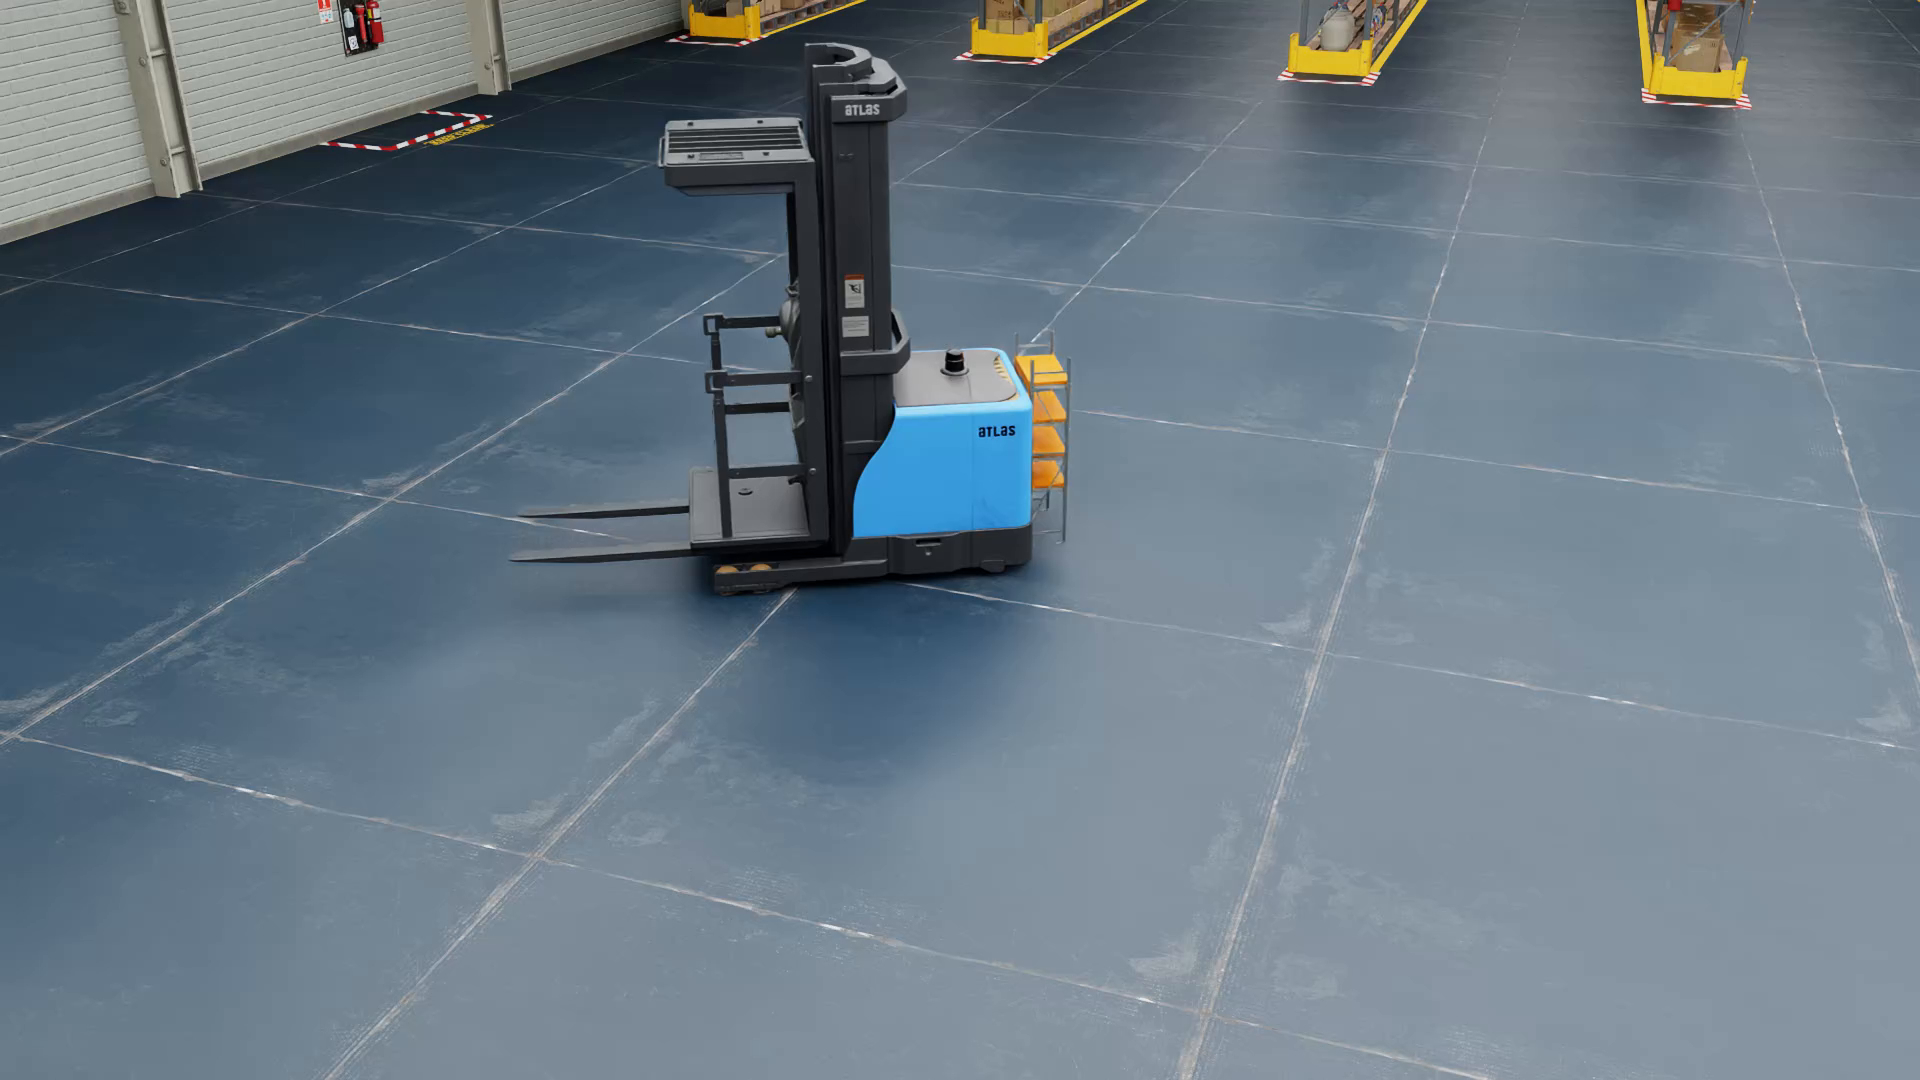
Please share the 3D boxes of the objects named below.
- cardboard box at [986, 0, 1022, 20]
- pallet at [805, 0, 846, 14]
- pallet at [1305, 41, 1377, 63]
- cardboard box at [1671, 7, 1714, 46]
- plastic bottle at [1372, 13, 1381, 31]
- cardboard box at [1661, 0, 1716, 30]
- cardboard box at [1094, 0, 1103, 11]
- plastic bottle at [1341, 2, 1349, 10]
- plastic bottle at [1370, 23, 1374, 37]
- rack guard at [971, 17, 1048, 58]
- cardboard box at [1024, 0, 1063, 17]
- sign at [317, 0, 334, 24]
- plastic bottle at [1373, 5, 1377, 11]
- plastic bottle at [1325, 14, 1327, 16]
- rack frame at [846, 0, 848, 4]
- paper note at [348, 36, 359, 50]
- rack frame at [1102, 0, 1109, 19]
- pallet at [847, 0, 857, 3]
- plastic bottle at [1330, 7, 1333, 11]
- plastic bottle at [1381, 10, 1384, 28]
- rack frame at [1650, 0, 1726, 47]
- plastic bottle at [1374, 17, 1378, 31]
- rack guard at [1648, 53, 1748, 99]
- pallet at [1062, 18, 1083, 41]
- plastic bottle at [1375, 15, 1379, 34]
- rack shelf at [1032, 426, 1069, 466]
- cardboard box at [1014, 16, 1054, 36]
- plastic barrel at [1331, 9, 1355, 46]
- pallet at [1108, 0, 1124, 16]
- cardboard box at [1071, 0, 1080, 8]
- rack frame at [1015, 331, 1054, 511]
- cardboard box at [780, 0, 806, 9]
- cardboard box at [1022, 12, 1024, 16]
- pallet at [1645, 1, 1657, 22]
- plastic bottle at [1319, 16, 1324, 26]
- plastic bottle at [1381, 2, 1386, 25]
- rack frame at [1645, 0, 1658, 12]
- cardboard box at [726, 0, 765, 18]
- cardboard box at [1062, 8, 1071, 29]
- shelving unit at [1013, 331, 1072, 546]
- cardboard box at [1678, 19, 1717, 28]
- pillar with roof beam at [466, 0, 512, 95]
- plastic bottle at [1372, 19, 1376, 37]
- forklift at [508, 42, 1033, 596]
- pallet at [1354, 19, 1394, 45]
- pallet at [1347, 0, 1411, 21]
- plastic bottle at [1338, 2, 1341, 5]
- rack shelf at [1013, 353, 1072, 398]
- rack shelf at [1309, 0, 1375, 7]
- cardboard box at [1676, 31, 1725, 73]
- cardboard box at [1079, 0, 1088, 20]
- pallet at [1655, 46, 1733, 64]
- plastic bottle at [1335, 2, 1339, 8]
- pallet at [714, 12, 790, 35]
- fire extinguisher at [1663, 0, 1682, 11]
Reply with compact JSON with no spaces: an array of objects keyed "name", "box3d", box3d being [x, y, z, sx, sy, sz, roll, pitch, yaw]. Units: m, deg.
[{"name":"cardboard box","box3d":[0.673,-8.474,26.122,0.500,0.500,0.500,9,27,17]},{"name":"pallet","box3d":[-2.756,-9.746,30.136,1.003,0.211,1.213,9,27,17]},{"name":"pallet","box3d":[5.702,-7.318,25.121,1.003,0.211,1.213,9,27,17]},{"name":"cardboard box","box3d":[11.093,-7.796,25.296,0.500,0.500,0.500,19,32,34]},{"name":"plastic bottle","box3d":[6.605,-8.233,26.433,0.152,0.276,0.135,9,27,18]},{"name":"cardboard box","box3d":[11.672,-8.449,26.622,0.700,0.500,0.500,7,27,13]},{"name":"cardboard box","box3d":[2.158,-9.294,28.677,0.500,0.250,0.500,9,27,17]},{"name":"plastic bottle","box3d":[6.252,-8.559,27.019,0.144,0.351,0.185,9,27,17]},{"name":"plastic bottle","box3d":[6.342,-7.871,25.691,0.097,0.271,0.097,0,26,0]},{"name":"rack guard","box3d":[0.768,-7.786,25.758,1.175,0.500,0.348,9,27,17]},{"name":"cardboard box","box3d":[1.328,-8.604,26.391,0.500,0.500,0.500,9,27,17]},{"name":"sign","box3d":[-7.616,-6.379,19.943,0.001,0.329,0.234,9,27,17]},{"name":"plastic bottle","box3d":[6.698,-8.565,27.034,0.144,0.351,0.185,9,27,17]},{"name":"plastic bottle","box3d":[5.799,-8.149,26.258,0.152,0.276,0.135,8,27,16]},{"name":"rack frame","box3d":[-2.566,-11.282,30.109,1.000,3.000,0.127,9,27,17]},{"name":"paper note","box3d":[-7.459,-6.116,20.451,0.016,0.148,0.142,9,27,17]},{"name":"rack frame","box3d":[2.107,-10.565,28.629,1.000,3.000,0.127,9,27,17]},{"name":"pallet","box3d":[-2.308,-10.347,31.378,1.003,0.211,1.213,9,27,17]},{"name":"plastic bottle","box3d":[5.912,-8.327,26.542,0.144,0.351,0.185,9,27,17]},{"name":"plastic bottle","box3d":[6.755,-8.362,26.691,0.061,0.283,0.133,11,28,21]},{"name":"rack frame","box3d":[11.447,-9.127,25.659,1.000,3.000,0.127,9,27,17]},{"name":"plastic bottle","box3d":[6.490,-8.053,26.067,0.097,0.271,0.097,0,26,0]},{"name":"rack guard","box3d":[10.141,-6.389,22.873,1.175,0.500,0.348,9,27,17]},{"name":"pallet","box3d":[1.398,-8.486,27.535,1.003,0.211,1.213,9,27,17]},{"name":"plastic bottle","box3d":[6.557,-8.137,26.239,0.097,0.271,0.097,0,26,0]},{"name":"rack shelf","box3d":[0.491,-0.556,10.176,0.258,0.148,0.480,-4,26,-8]},{"name":"cardboard box","box3d":[1.164,-8.061,26.130,0.500,0.250,0.500,9,27,17]},{"name":"plastic barrel","box3d":[5.759,-7.758,25.205,0.421,0.512,0.421,0,26,0]},{"name":"pallet","box3d":[2.315,-9.619,29.873,1.003,0.211,1.213,9,27,17]},{"name":"cardboard box","box3d":[1.665,-9.014,27.239,0.500,0.500,0.500,9,27,17]},{"name":"rack frame","box3d":[0.453,-0.722,10.364,0.240,1.200,0.015,-4,26,-8]},{"name":"cardboard box","box3d":[-3.101,-9.511,28.815,0.700,0.500,0.500,7,27,14]},{"name":"cardboard box","box3d":[0.830,-8.343,26.713,0.500,0.250,0.500,9,27,17]},{"name":"pallet","box3d":[12.517,-9.195,28.998,1.003,0.211,1.213,9,27,17]},{"name":"plastic bottle","box3d":[5.665,-8.046,26.038,0.061,0.283,0.133,9,27,19]},{"name":"plastic bottle","box3d":[6.834,-8.545,26.990,0.144,0.351,0.185,8,27,16]},{"name":"rack frame","box3d":[12.778,-10.771,29.054,1.000,3.000,0.127,9,27,17]},{"name":"cardboard box","box3d":[-3.582,-8.897,27.765,0.500,0.311,0.500,6,26,12]},{"name":"cardboard box","box3d":[1.493,-8.472,26.980,0.500,0.250,0.500,9,27,17]},{"name":"shelving unit","box3d":[0.491,-0.617,10.147,0.258,1.200,0.503,-4,26,-8]},{"name":"cardboard box","box3d":[10.732,-7.307,24.285,0.500,0.500,0.500,11,28,22]},{"name":"pillar with roof beam","box3d":[-2.417,-9.661,19.878,9.100,9.000,0.400,9,27,17]},{"name":"plastic bottle","box3d":[6.435,-7.967,25.875,0.061,0.283,0.133,9,27,18]},{"name":"forklift","box3d":[-1.135,-1.245,9.459,3.031,2.935,1.130,-4,26,-8]},{"name":"pallet","box3d":[6.514,-8.320,27.192,1.003,0.211,1.213,9,27,17]},{"name":"pallet","box3d":[7.405,-9.422,29.467,1.003,0.211,1.213,9,27,17]},{"name":"plastic bottle","box3d":[6.257,-8.748,27.502,0.097,0.271,0.097,0,26,0]},{"name":"rack shelf","box3d":[0.491,-0.971,9.976,0.258,0.148,0.480,-4,26,-8]},{"name":"rack shelf","box3d":[6.111,-8.700,25.601,1.077,0.370,4.000,9,27,17]},{"name":"cardboard box","box3d":[10.340,-6.801,23.242,0.500,0.500,0.500,14,29,27]},{"name":"cardboard box","box3d":[1.830,-8.883,27.827,0.500,0.250,0.500,9,27,17]},{"name":"pallet","box3d":[10.853,-7.088,24.647,1.003,0.211,1.213,9,27,17]},{"name":"plastic bottle","box3d":[6.116,-8.579,27.063,0.144,0.351,0.185,10,27,19]},{"name":"pallet","box3d":[-3.568,-8.743,28.065,1.003,0.211,1.213,9,27,17]},{"name":"fire extinguisher","box3d":[9.643,-7.468,22.321,0.296,0.674,0.183,9,27,17]}]
